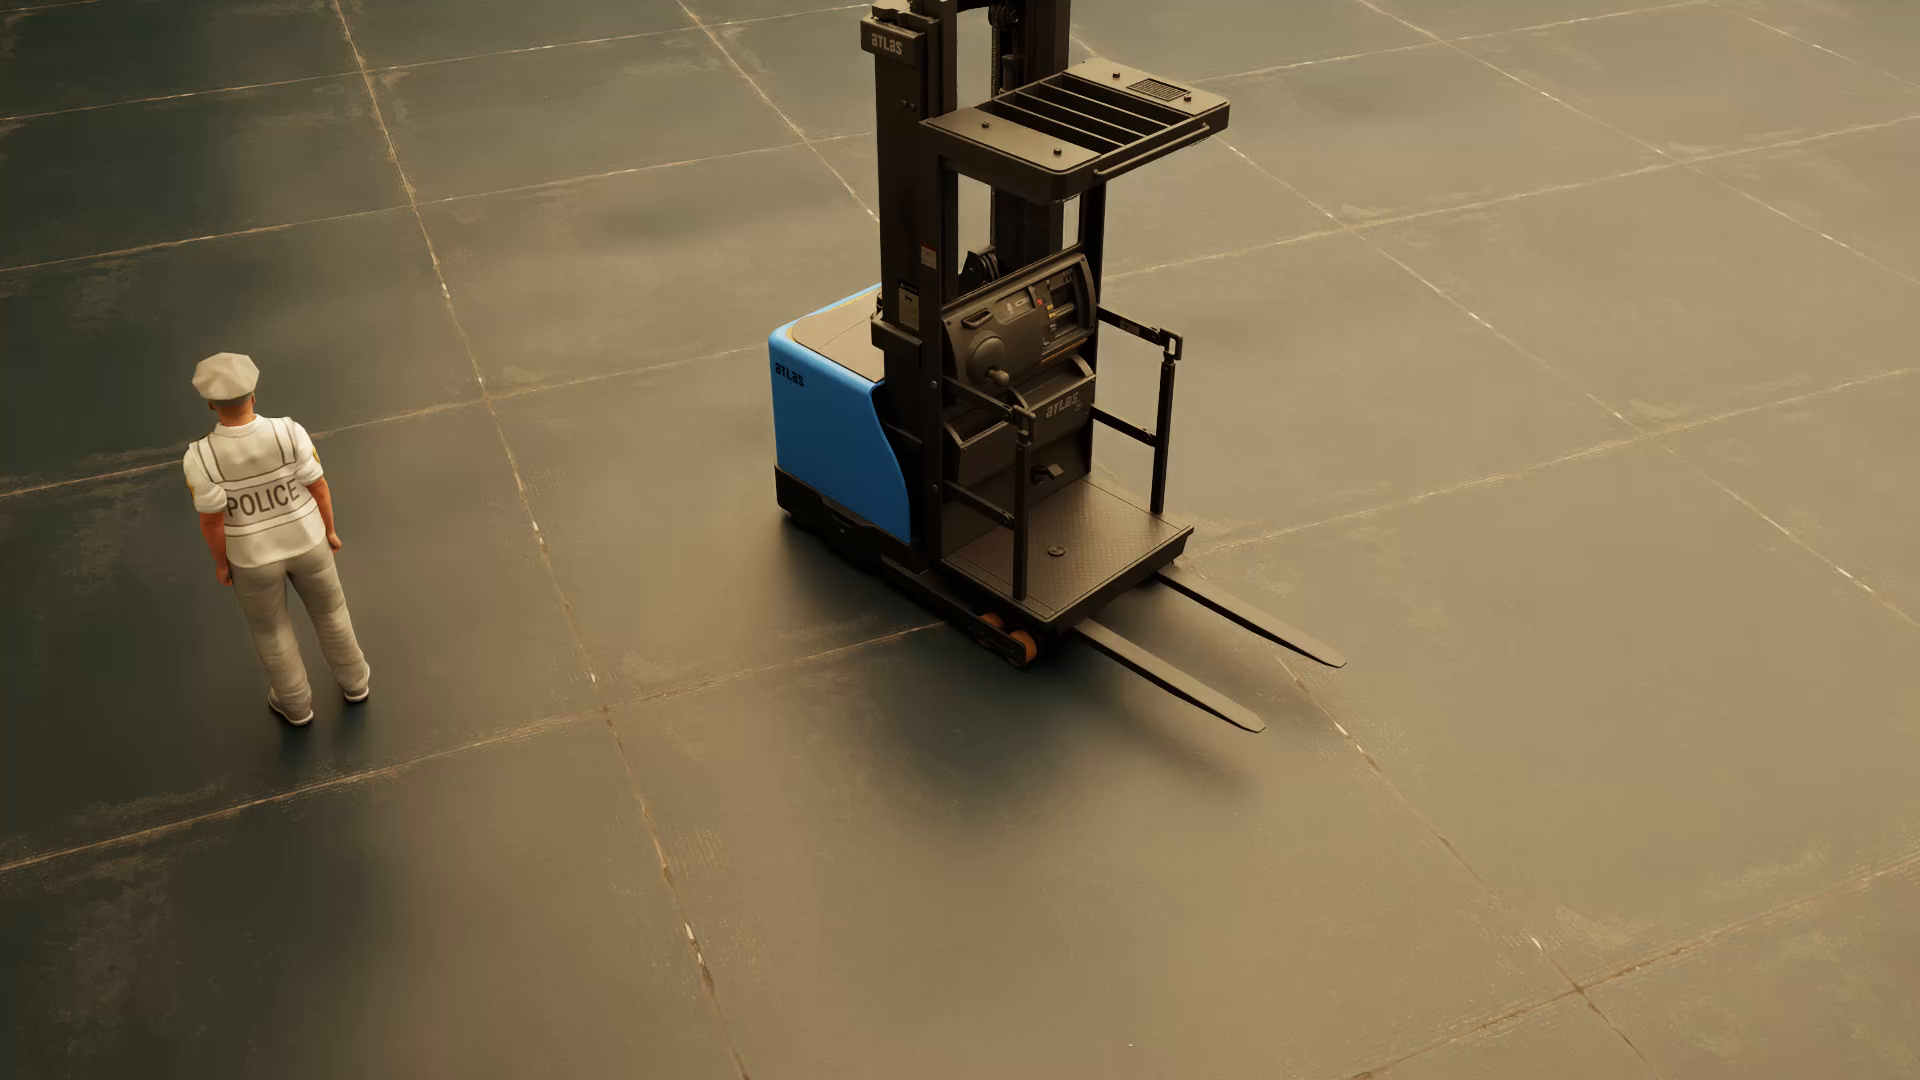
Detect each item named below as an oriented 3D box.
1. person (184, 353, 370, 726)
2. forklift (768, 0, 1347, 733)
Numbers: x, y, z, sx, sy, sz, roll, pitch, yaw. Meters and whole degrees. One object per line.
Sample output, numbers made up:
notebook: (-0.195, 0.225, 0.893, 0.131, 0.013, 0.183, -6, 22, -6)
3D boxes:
person: (-2.923, 0.010, 7.087, 0.524, 1.773, 0.396, -21, 40, -26)
forklift: (0.432, -0.946, 7.429, 3.031, 2.935, 1.130, 30, 45, 35)
